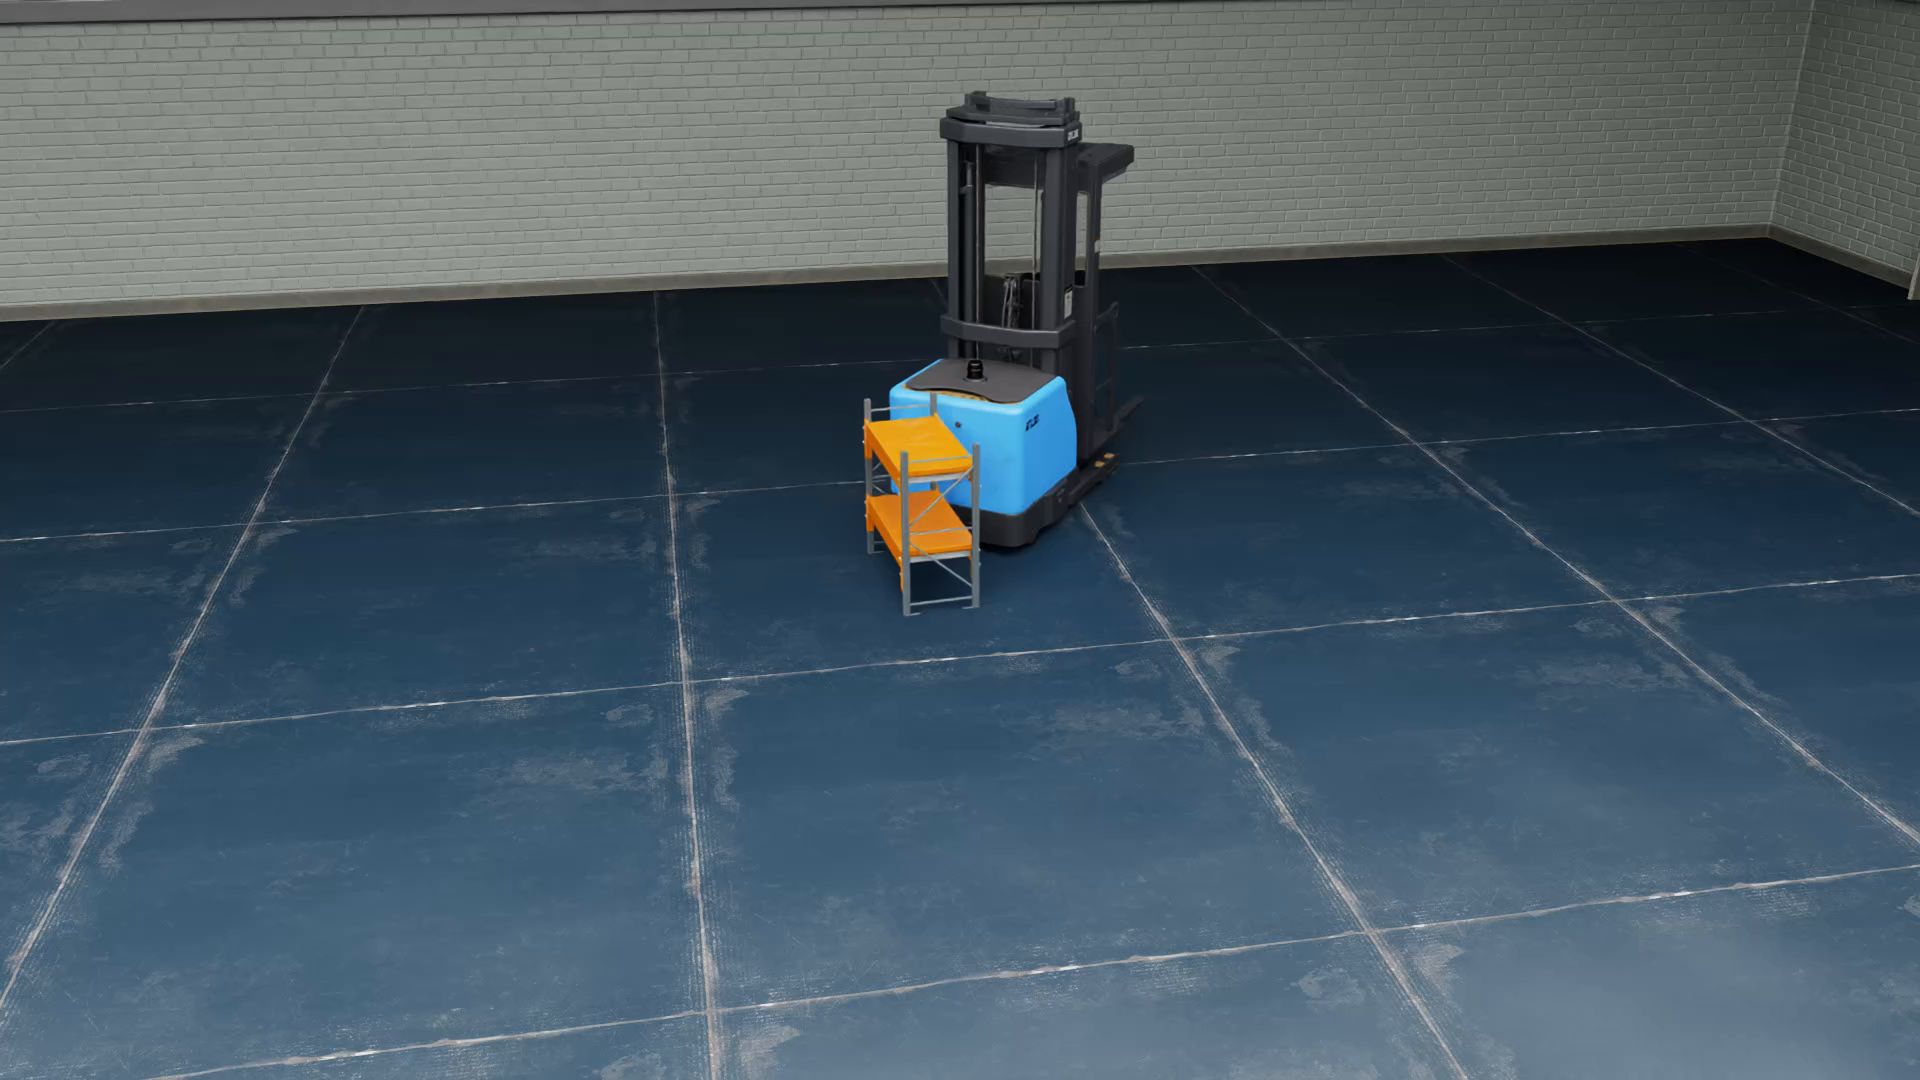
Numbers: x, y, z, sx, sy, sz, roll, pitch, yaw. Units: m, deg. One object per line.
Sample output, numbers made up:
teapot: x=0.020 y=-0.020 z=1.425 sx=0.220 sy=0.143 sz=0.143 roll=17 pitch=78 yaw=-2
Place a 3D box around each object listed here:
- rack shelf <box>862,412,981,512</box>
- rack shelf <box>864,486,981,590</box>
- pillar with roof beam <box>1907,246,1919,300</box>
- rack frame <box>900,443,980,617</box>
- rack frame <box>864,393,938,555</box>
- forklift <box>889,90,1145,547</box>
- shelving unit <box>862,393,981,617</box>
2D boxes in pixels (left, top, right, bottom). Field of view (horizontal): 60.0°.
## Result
rack shelf: x=-0.260 y=-0.518 z=10.799 sx=0.538 sy=0.278 sz=1.000 roll=-6 pitch=24 yaw=-14
rack shelf: x=-0.260 y=-0.026 z=11.014 sx=0.538 sy=0.278 sz=1.000 roll=-6 pitch=24 yaw=-14
pillar with roof beam: x=5.986 y=-6.300 z=14.931 sx=9.100 sy=9.000 sz=0.400 roll=-4 pitch=24 yaw=-10
rack frame: x=-0.122 y=-0.054 z=10.468 sx=0.500 sy=1.125 sz=0.032 roll=-6 pitch=24 yaw=-14
rack frame: x=-0.398 y=-0.446 z=11.365 sx=0.500 sy=1.125 sz=0.032 roll=-6 pitch=24 yaw=-14
forklift: x=0.591 y=-1.850 z=12.324 sx=1.130 sy=2.935 sz=3.031 roll=11 pitch=26 yaw=23
shelving unit: x=-0.260 y=-0.250 z=10.916 sx=0.538 sy=1.125 sz=1.048 roll=-6 pitch=24 yaw=-14
